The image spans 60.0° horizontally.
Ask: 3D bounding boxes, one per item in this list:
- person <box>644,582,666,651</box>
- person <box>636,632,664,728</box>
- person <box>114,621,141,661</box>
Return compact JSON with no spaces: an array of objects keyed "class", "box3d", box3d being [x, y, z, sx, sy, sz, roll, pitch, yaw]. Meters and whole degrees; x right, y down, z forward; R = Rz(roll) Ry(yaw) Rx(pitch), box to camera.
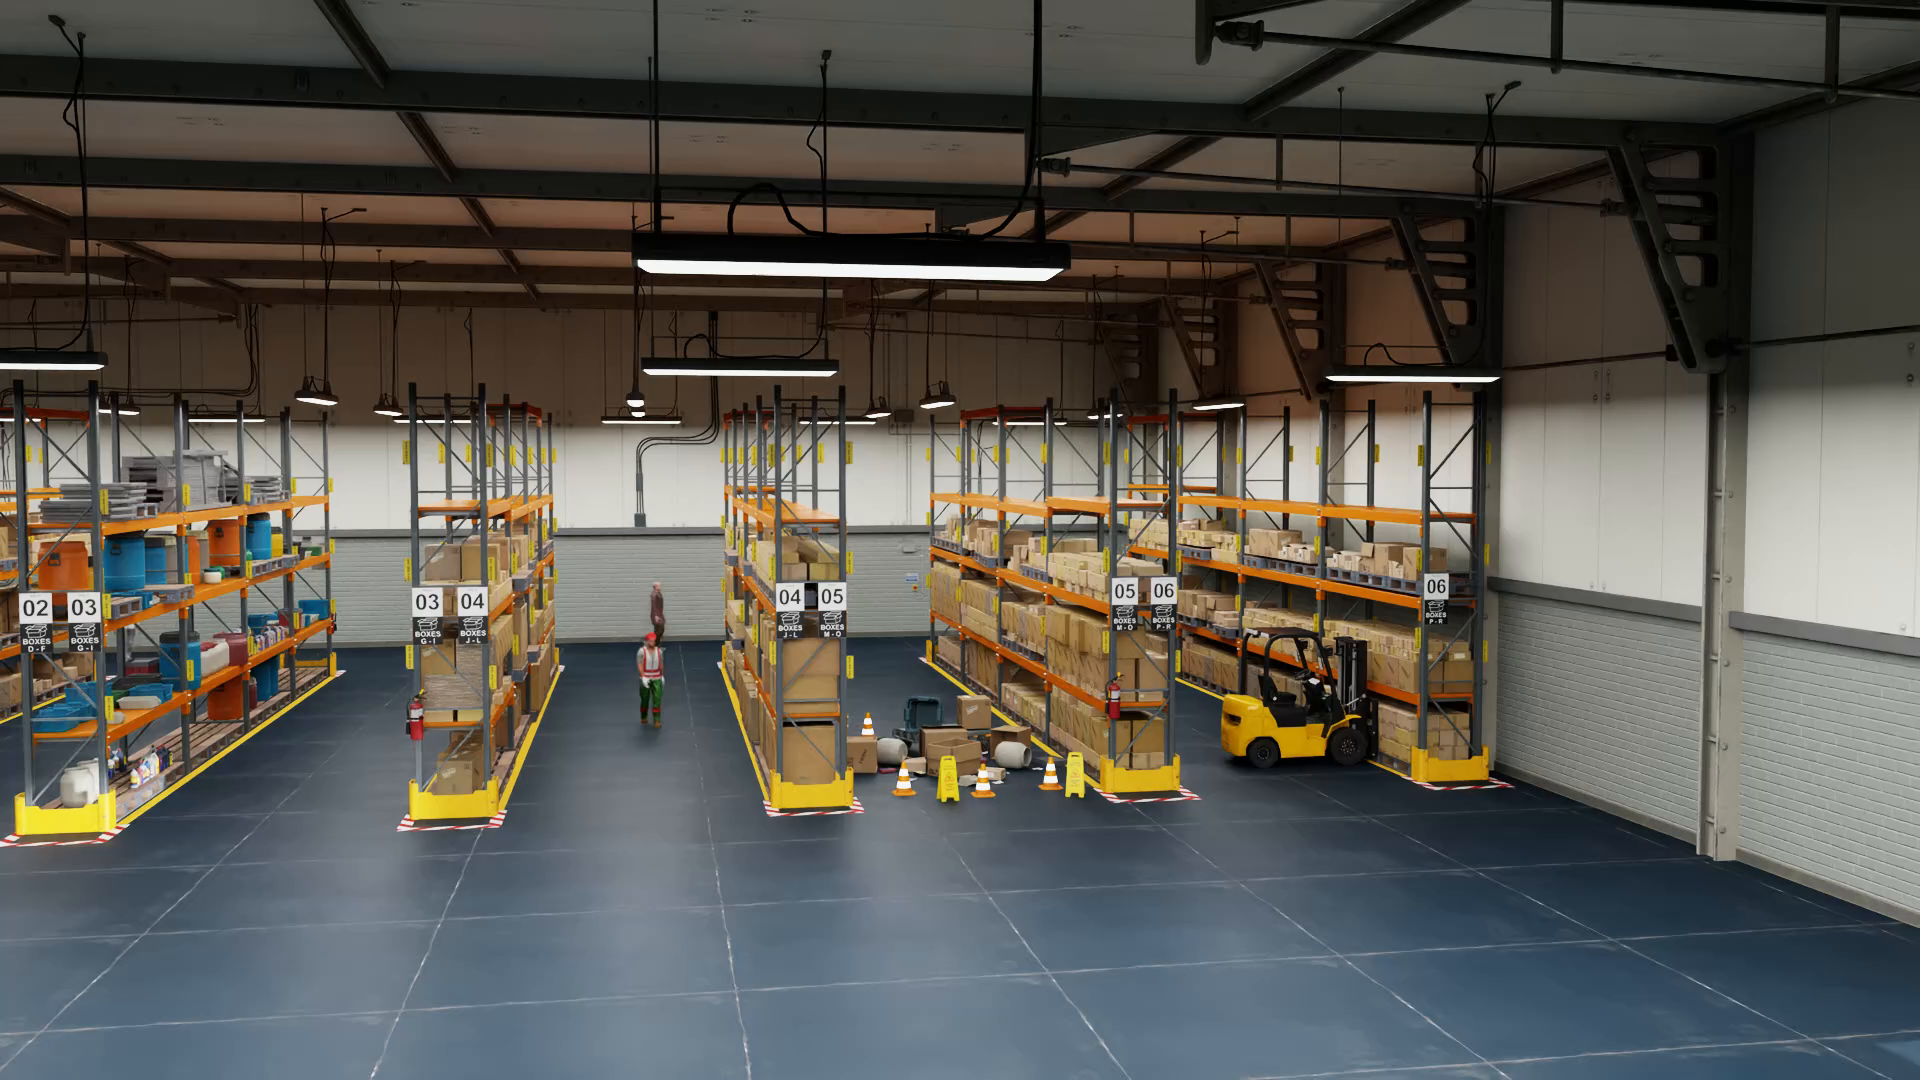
[{"class":"person","box3d":[-7.767,1.948,42.369,0.564,1.776,0.609,0,3,-9]},{"class":"person","box3d":[-5.668,2.564,30.635,0.560,1.728,0.995,-1,3,-25]},{"class":"person","box3d":[-20.066,2.091,40.053,0.592,1.708,1.102,-2,4,-39]}]
